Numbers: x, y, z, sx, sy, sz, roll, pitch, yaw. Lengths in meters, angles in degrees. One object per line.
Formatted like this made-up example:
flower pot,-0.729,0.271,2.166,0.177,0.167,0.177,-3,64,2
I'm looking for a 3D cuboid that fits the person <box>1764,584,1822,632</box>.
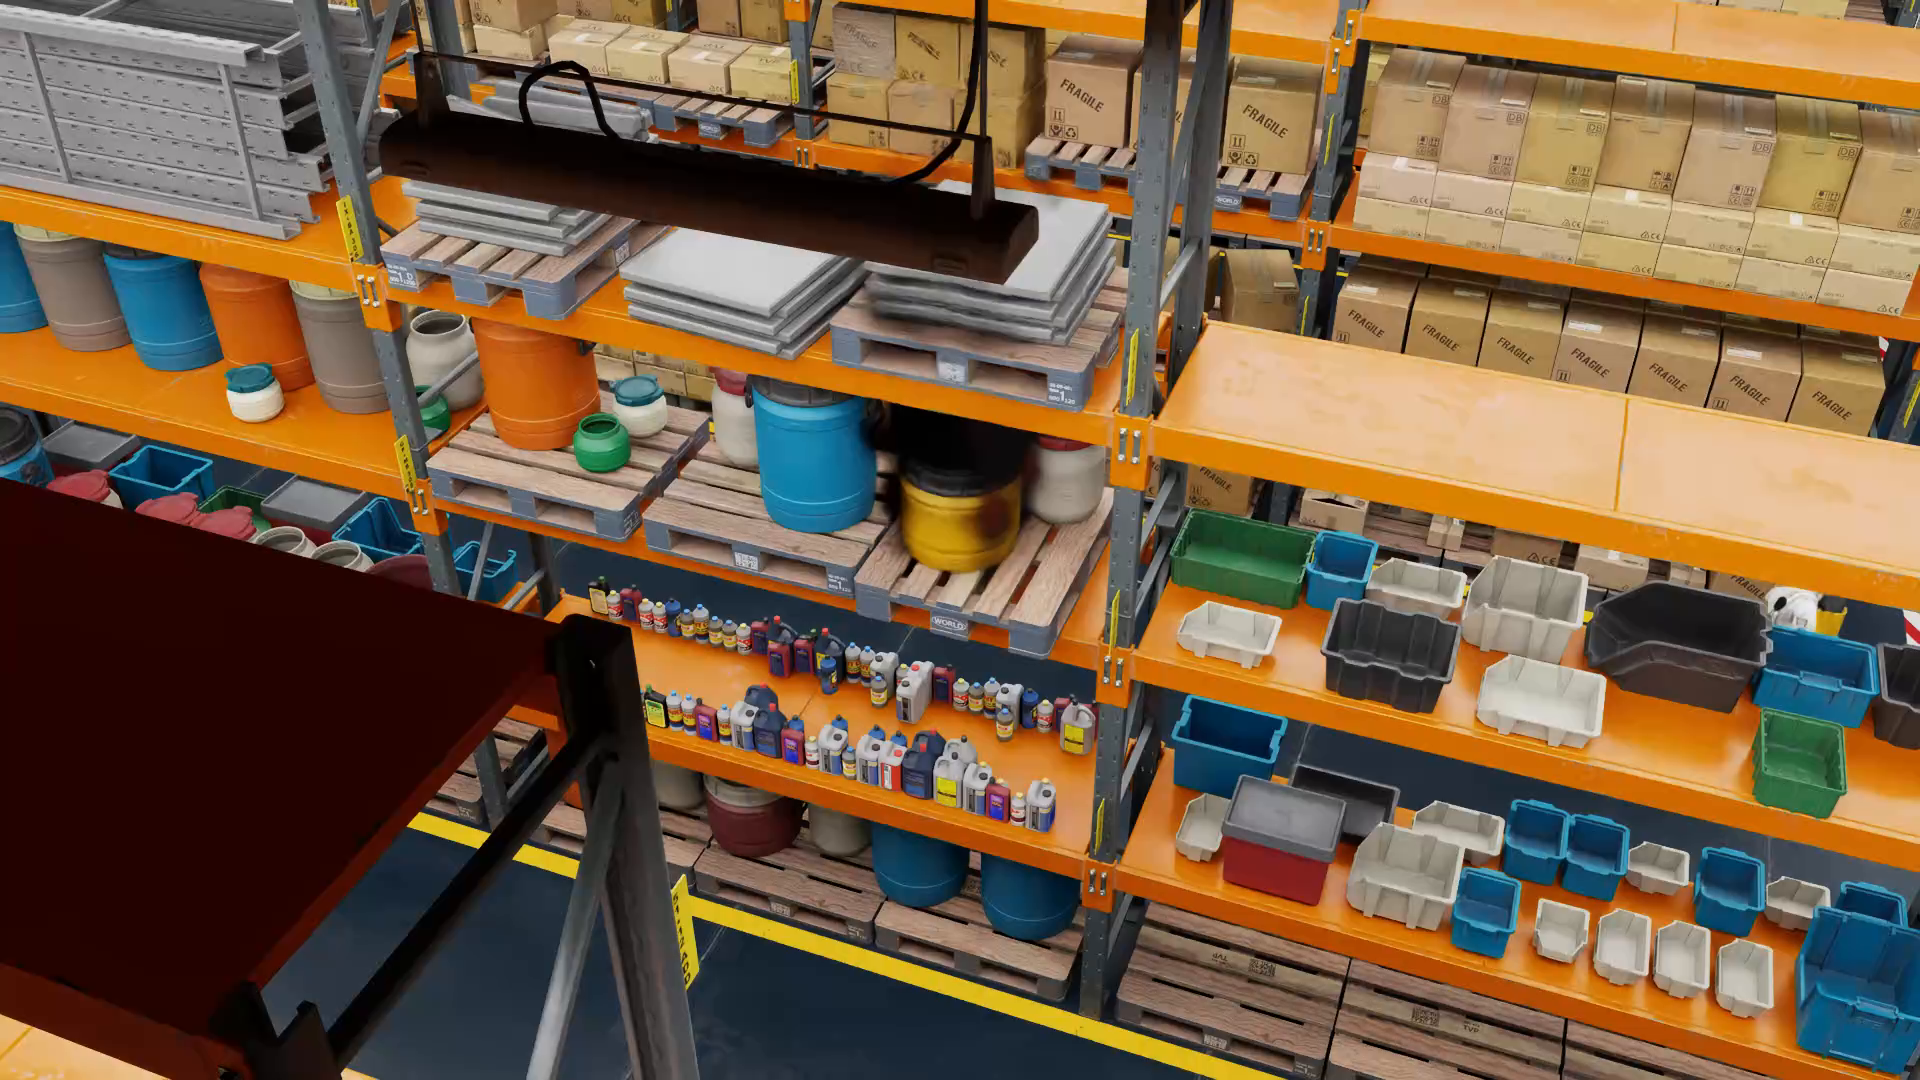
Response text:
person,5.415,0.773,10.940,0.742,1.749,0.616,5,37,7
